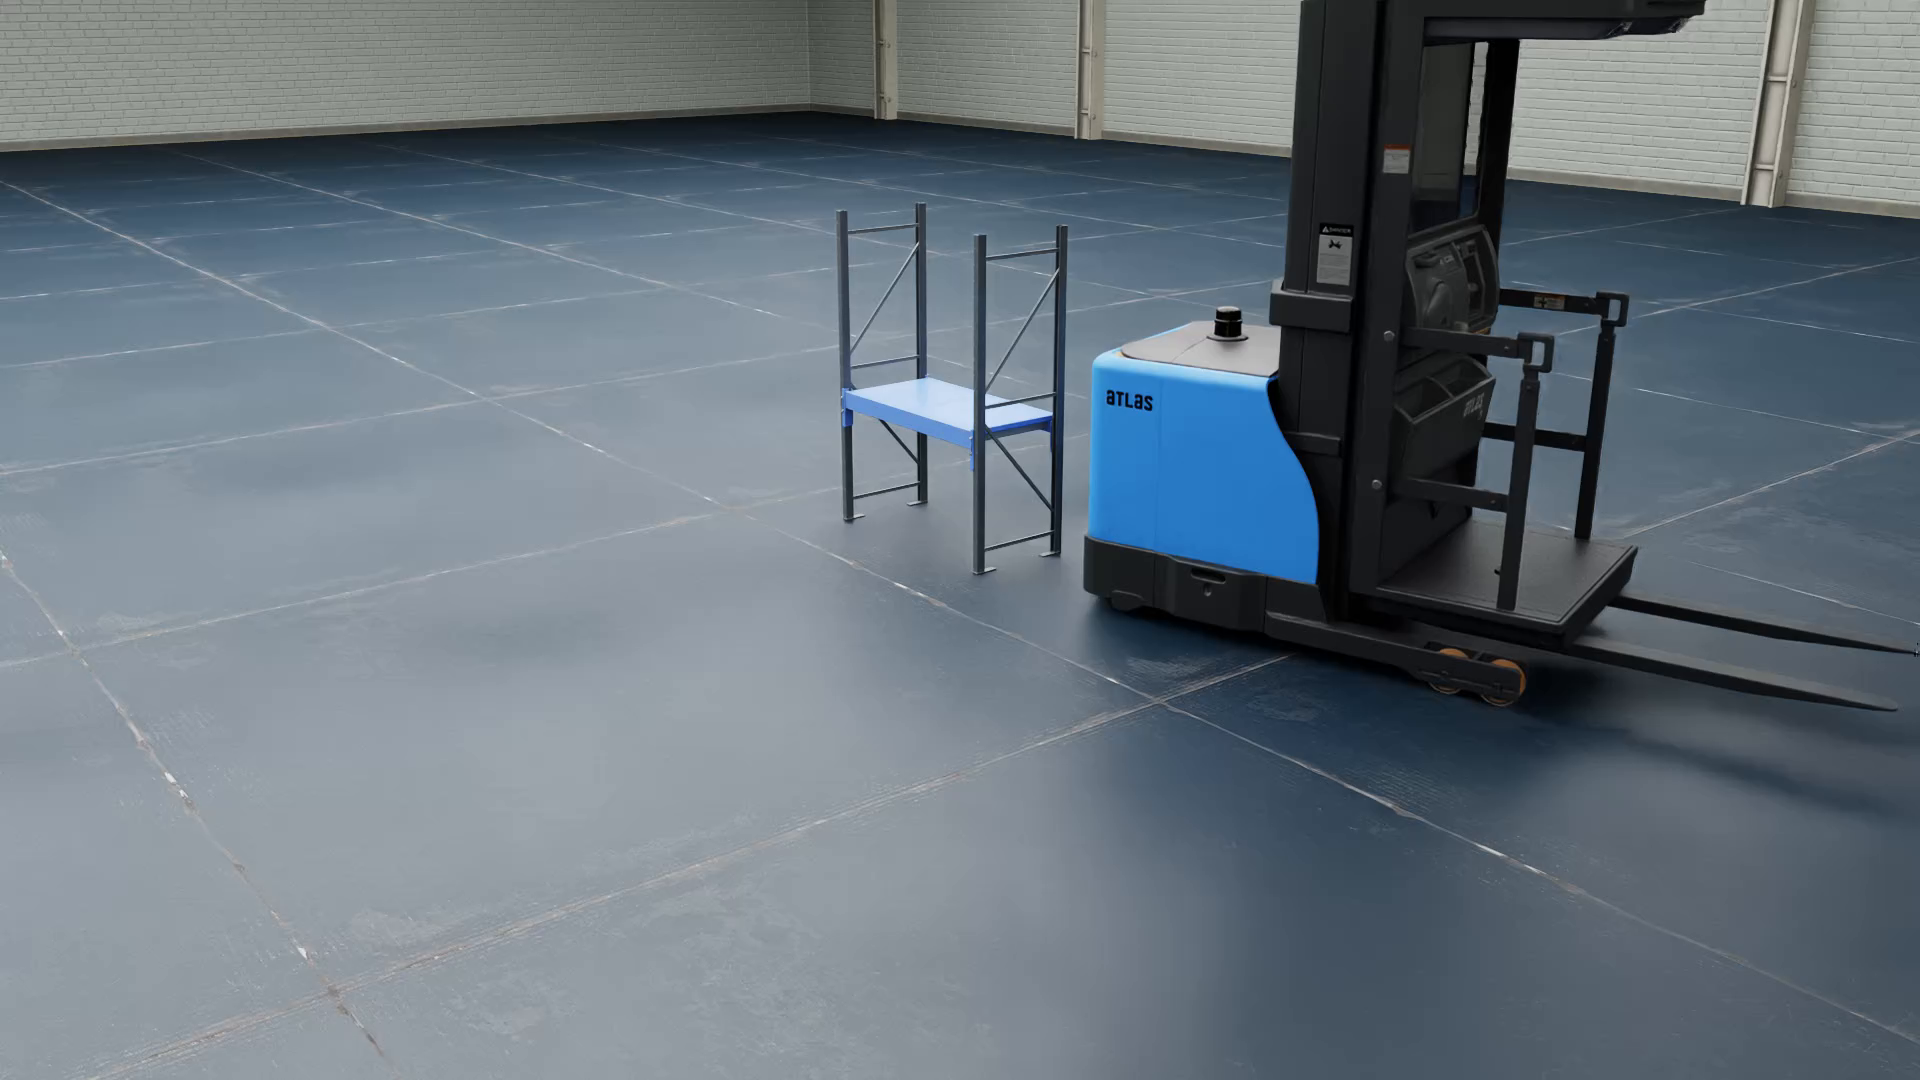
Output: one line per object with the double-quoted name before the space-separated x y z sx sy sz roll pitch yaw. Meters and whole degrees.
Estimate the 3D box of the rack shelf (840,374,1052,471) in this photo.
"rack shelf" -0.053 -0.562 7.747 0.538 0.185 1.000 -14 23 -36

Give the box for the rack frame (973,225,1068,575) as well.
"rack frame" 0.263 -0.608 7.312 0.500 1.500 0.032 -14 23 -36

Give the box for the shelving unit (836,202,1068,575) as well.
"shelving unit" -0.053 -0.733 7.690 0.538 1.500 1.048 -14 23 -36

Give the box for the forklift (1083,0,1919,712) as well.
"forklift" 2.022 -0.977 6.150 3.031 2.935 1.130 12 22 33

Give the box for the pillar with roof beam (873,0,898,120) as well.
"pillar with roof beam" -4.858 -11.914 29.526 9.100 9.000 0.400 -14 23 -36

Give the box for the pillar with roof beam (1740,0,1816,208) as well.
"pillar with roof beam" 6.318 -7.478 16.132 9.100 9.000 0.400 -14 23 -36

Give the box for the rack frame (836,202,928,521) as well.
"rack frame" -0.369 -0.858 8.068 0.500 1.500 0.032 -14 23 -36

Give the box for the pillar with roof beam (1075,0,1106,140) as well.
"pillar with roof beam" -1.133 -10.435 25.062 9.100 9.000 0.400 -14 23 -36
